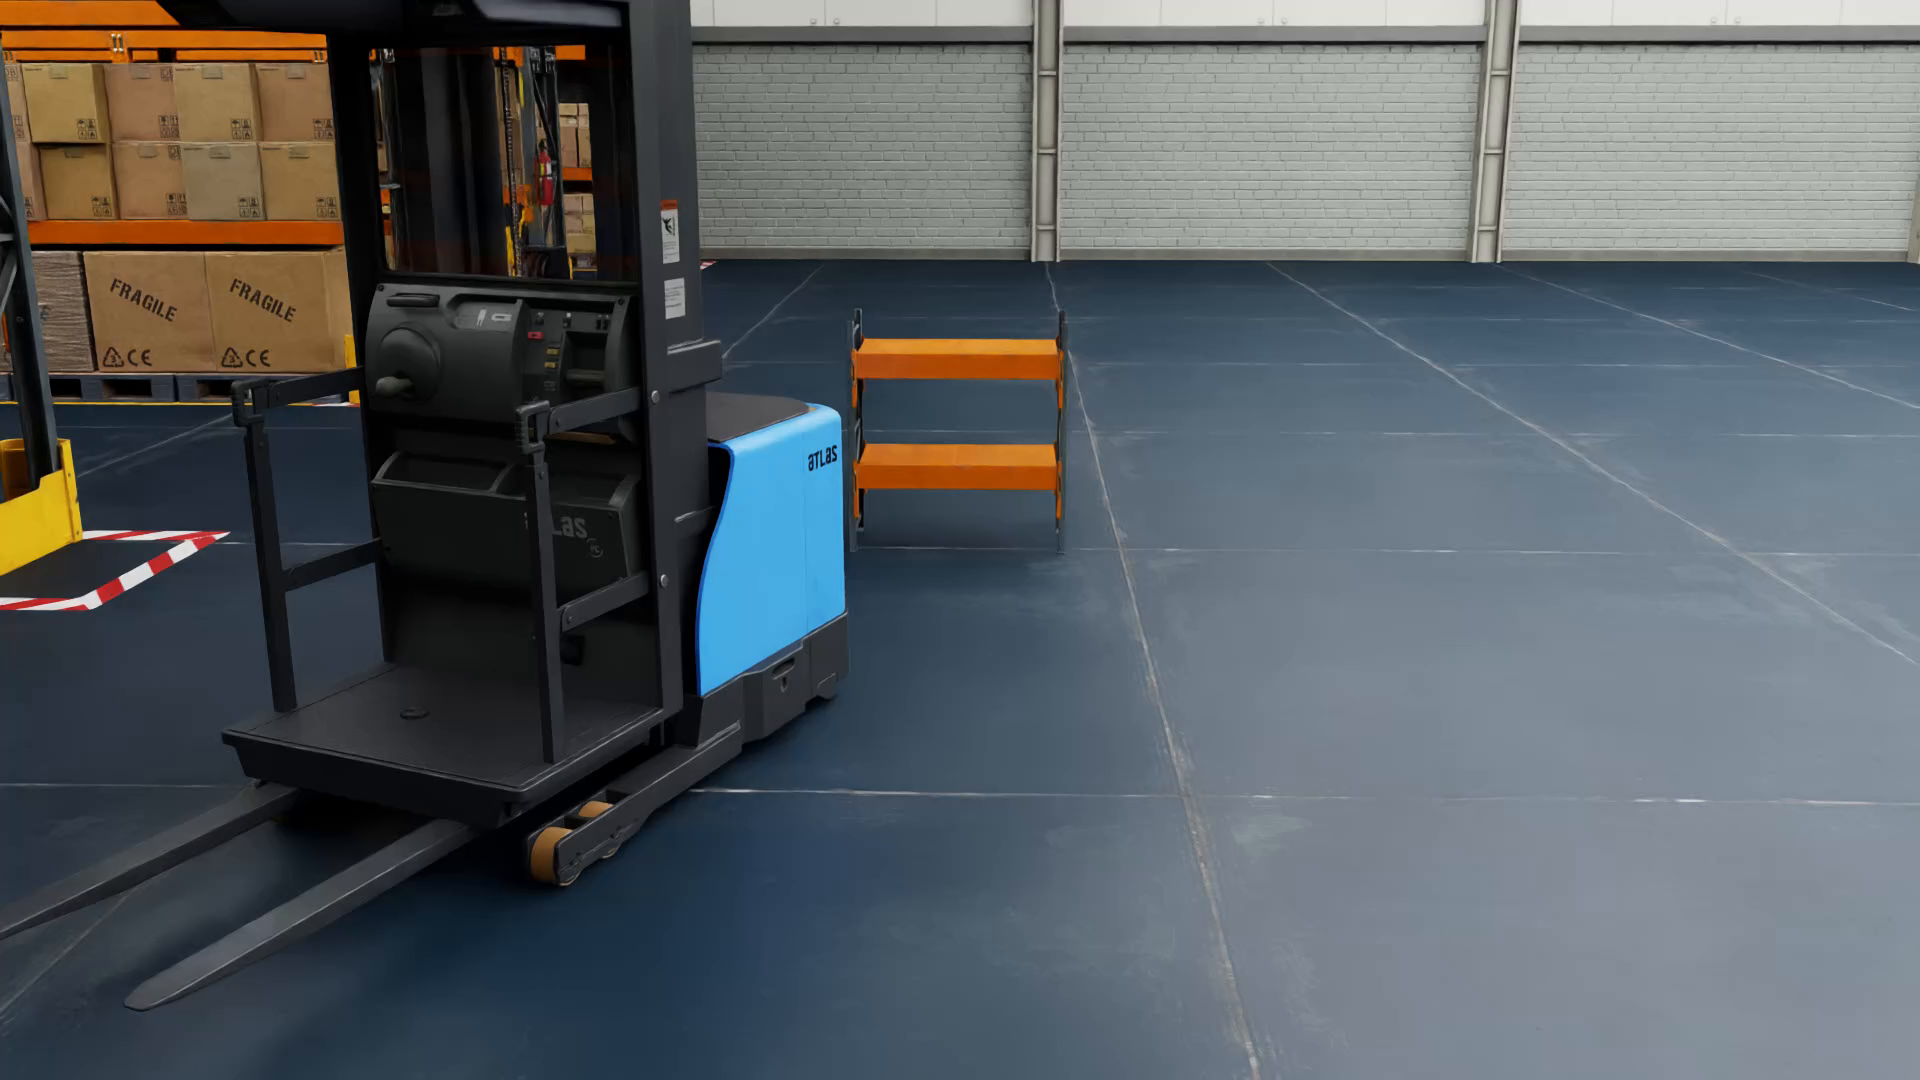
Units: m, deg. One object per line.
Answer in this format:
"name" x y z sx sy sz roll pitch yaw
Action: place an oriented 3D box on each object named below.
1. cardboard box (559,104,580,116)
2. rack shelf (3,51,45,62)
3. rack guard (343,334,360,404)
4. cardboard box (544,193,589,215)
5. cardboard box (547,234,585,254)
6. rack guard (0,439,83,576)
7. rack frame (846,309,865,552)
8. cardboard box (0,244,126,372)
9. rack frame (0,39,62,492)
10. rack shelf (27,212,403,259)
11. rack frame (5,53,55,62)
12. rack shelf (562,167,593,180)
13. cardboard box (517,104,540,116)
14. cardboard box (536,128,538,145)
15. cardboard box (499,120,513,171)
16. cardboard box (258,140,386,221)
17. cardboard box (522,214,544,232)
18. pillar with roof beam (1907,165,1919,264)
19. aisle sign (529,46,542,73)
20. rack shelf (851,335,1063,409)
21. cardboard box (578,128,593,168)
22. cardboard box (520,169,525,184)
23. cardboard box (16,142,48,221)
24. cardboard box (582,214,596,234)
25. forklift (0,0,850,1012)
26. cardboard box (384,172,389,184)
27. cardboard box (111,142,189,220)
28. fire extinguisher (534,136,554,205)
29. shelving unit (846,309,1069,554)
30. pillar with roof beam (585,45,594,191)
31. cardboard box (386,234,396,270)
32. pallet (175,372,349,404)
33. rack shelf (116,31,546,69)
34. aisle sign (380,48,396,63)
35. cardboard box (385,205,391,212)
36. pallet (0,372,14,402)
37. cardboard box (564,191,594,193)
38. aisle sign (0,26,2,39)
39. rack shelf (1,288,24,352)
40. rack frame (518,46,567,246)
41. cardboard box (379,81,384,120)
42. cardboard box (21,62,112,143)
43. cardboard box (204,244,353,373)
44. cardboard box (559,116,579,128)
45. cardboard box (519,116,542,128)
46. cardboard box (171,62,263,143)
"cardboard box" -5.019 -5.558 21.477 0.250 0.149 0.380 1 15 3
"rack shelf" -14.143 -6.283 21.805 4.000 0.370 1.077 0 15 1
"rack guard" -4.271 -1.378 12.582 0.348 0.500 1.175 0 15 1
"cardboard box" -5.125 -4.398 21.735 0.500 0.250 0.500 1 15 2
"cardboard box" -5.121 -3.917 21.874 0.500 0.250 0.500 0 15 1
"rack guard" -4.598 -0.114 7.793 0.348 0.500 1.175 0 15 1
"rack frame" -0.515 -0.547 8.209 0.032 1.125 0.500 0 15 1
"cardboard box" -6.765 -1.761 12.478 0.875 0.875 0.875 0 15 2
"rack frame" -4.523 -1.322 7.472 0.127 3.000 1.000 0 15 1
"rack shelf" -6.294 -2.252 12.405 4.000 0.370 1.077 0 15 1
"rack frame" -12.144 -5.168 22.046 0.127 3.000 1.000 0 15 1
"rack shelf" -6.146 -4.781 21.990 4.000 0.370 1.077 0 15 1
"cardboard box" -5.530 -5.552 21.454 0.250 0.149 0.380 1 15 3
"cardboard box" -5.676 -5.109 21.629 0.500 0.500 0.500 0 15 0
"cardboard box" -4.819 -3.975 16.747 0.500 0.500 0.500 0 15 0
"cardboard box" -4.667 -2.650 12.210 0.550 0.550 0.875 0 15 1
"cardboard box" -5.659 -4.158 21.807 0.500 0.250 0.500 0 15 0
"pillar with roof beam" 13.065 -7.035 17.366 0.400 9.000 9.100 0 15 1
"aisle sign" -4.215 -5.032 16.437 0.004 0.787 0.394 0 15 1
"rack shelf" -0.007 -0.827 8.122 1.000 0.278 0.538 0 15 1
"cardboard box" -4.645 -5.100 21.594 0.500 0.500 0.500 0 15 0
"cardboard box" -4.604 -3.783 17.291 0.250 0.149 0.380 0 15 2
"cardboard box" -6.837 -2.654 12.227 0.550 0.550 0.875 0 15 1
"cardboard box" -4.641 -4.154 21.792 0.500 0.250 0.500 0 15 1
"forklift" -1.468 -0.570 4.755 1.130 2.935 3.031 6 16 23
"cardboard box" -5.671 -3.688 16.931 0.250 0.149 0.380 1 15 2
"cardboard box" -5.774 -2.684 12.338 0.550 0.550 0.875 0 15 1
"fire extinguisher" -4.167 -3.694 16.612 0.183 0.674 0.296 0 15 1
"shelving unit" -0.007 -0.544 8.197 1.048 1.125 0.538 0 15 1
"pillar with roof beam" -4.929 -7.153 17.811 0.400 9.000 9.100 0 15 1
"cardboard box" -5.599 -3.027 17.030 0.500 0.500 0.500 1 15 4
"pallet" -5.096 -1.223 12.564 1.213 0.211 1.003 0 15 1
"rack shelf" -6.269 -4.965 16.809 4.000 0.370 1.077 0 15 1
"aisle sign" -4.216 -3.920 12.220 0.004 0.787 0.394 0 15 1
"cardboard box" -5.697 -3.326 16.891 0.250 0.149 0.380 1 15 2
"pallet" -7.535 -1.239 12.624 1.213 0.211 1.003 0 15 1
"cardboard box" -5.122 -4.526 22.222 0.500 0.250 0.500 0 15 2
"aisle sign" -4.453 -2.655 7.429 0.004 0.787 0.394 0 15 1
"rack shelf" -6.522 -0.987 7.613 4.000 0.370 1.077 0 15 1
"rack frame" -4.269 -3.850 17.051 0.127 3.000 1.000 0 15 1
"cardboard box" -5.804 -4.455 16.607 0.500 0.500 0.700 0 15 1
"cardboard box" -6.306 -3.182 12.110 0.500 0.550 0.875 0 15 1
"cardboard box" -4.974 -1.750 12.434 0.875 0.875 0.875 0 15 2
"cardboard box" -5.014 -5.420 21.534 0.250 0.149 0.380 1 15 2
"cardboard box" -5.530 -5.414 21.512 0.250 0.149 0.380 0 15 0
"cardboard box" -5.217 -3.174 12.078 0.550 0.550 0.875 0 15 1
